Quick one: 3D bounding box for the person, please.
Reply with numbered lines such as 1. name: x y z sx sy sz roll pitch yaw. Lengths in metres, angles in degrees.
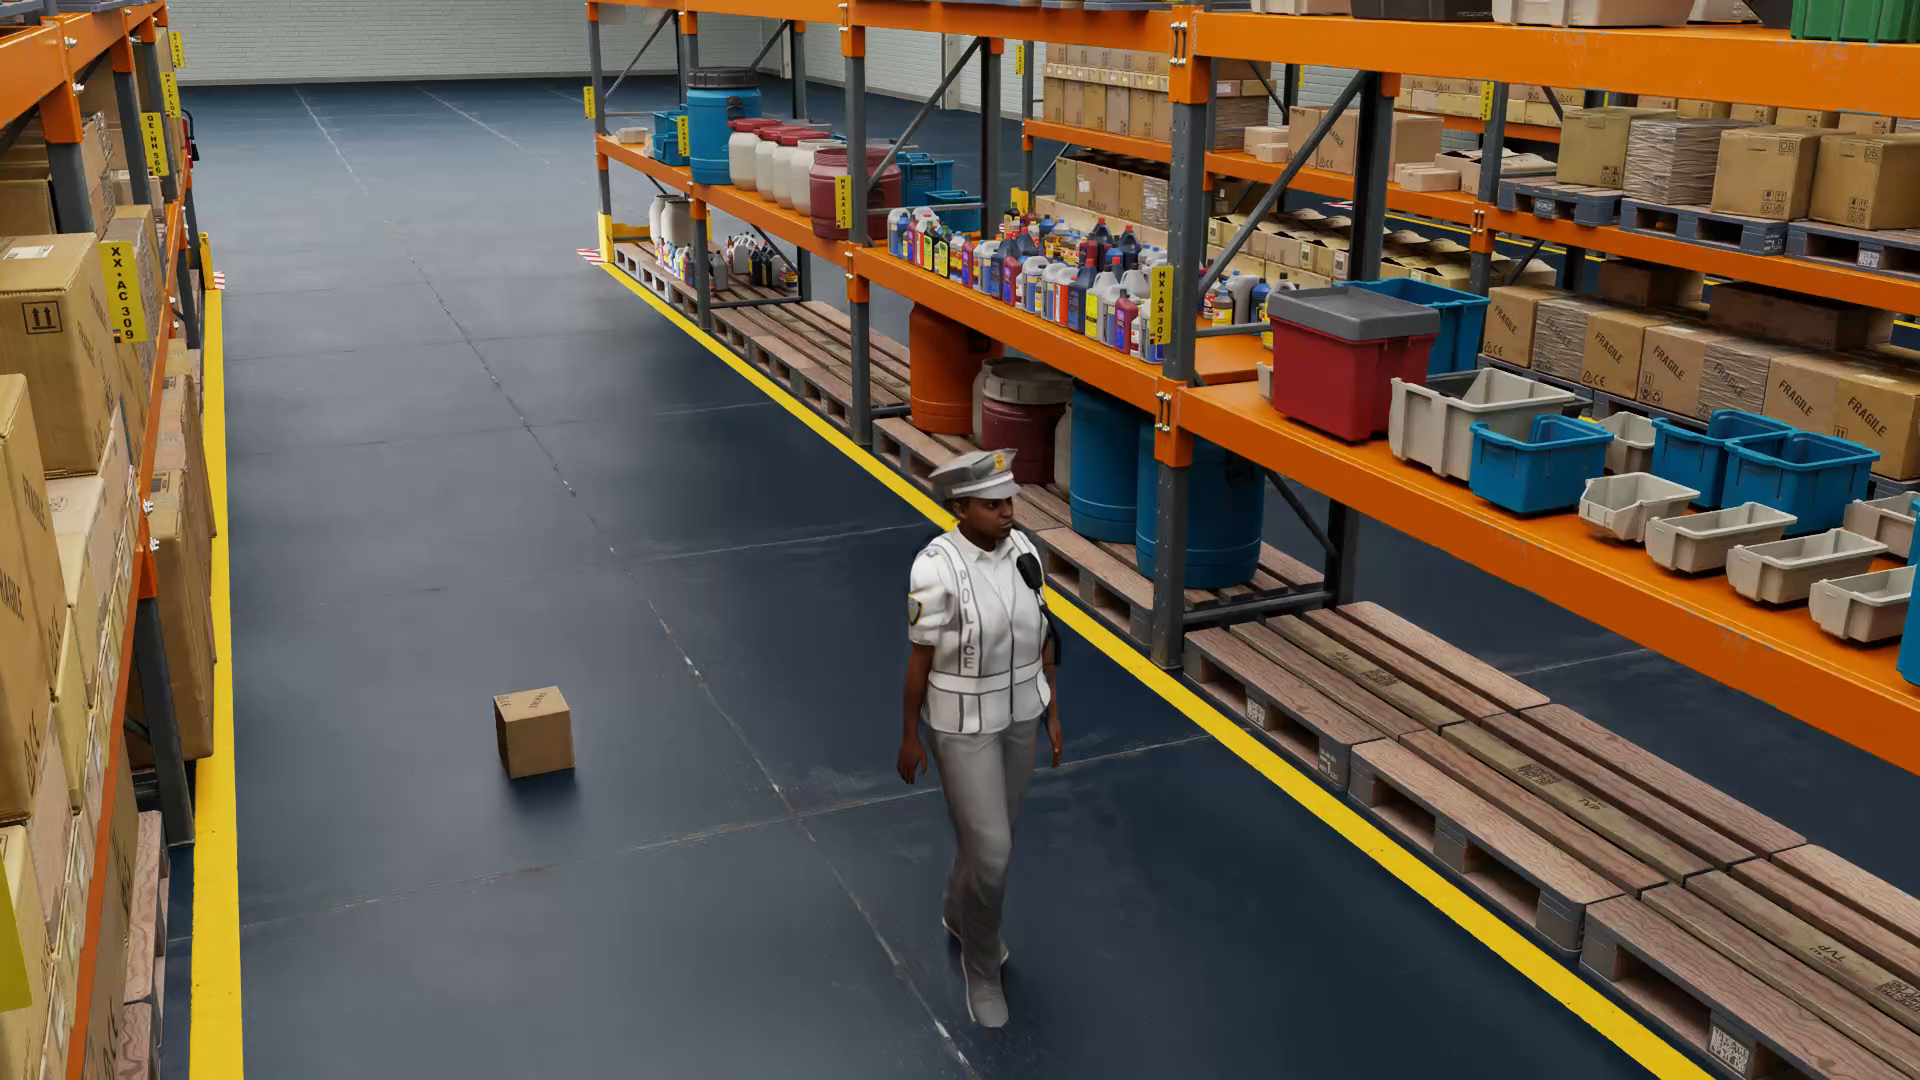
1. person: 0.082 0.570 4.907 0.483 1.754 0.511 -14 24 -36
